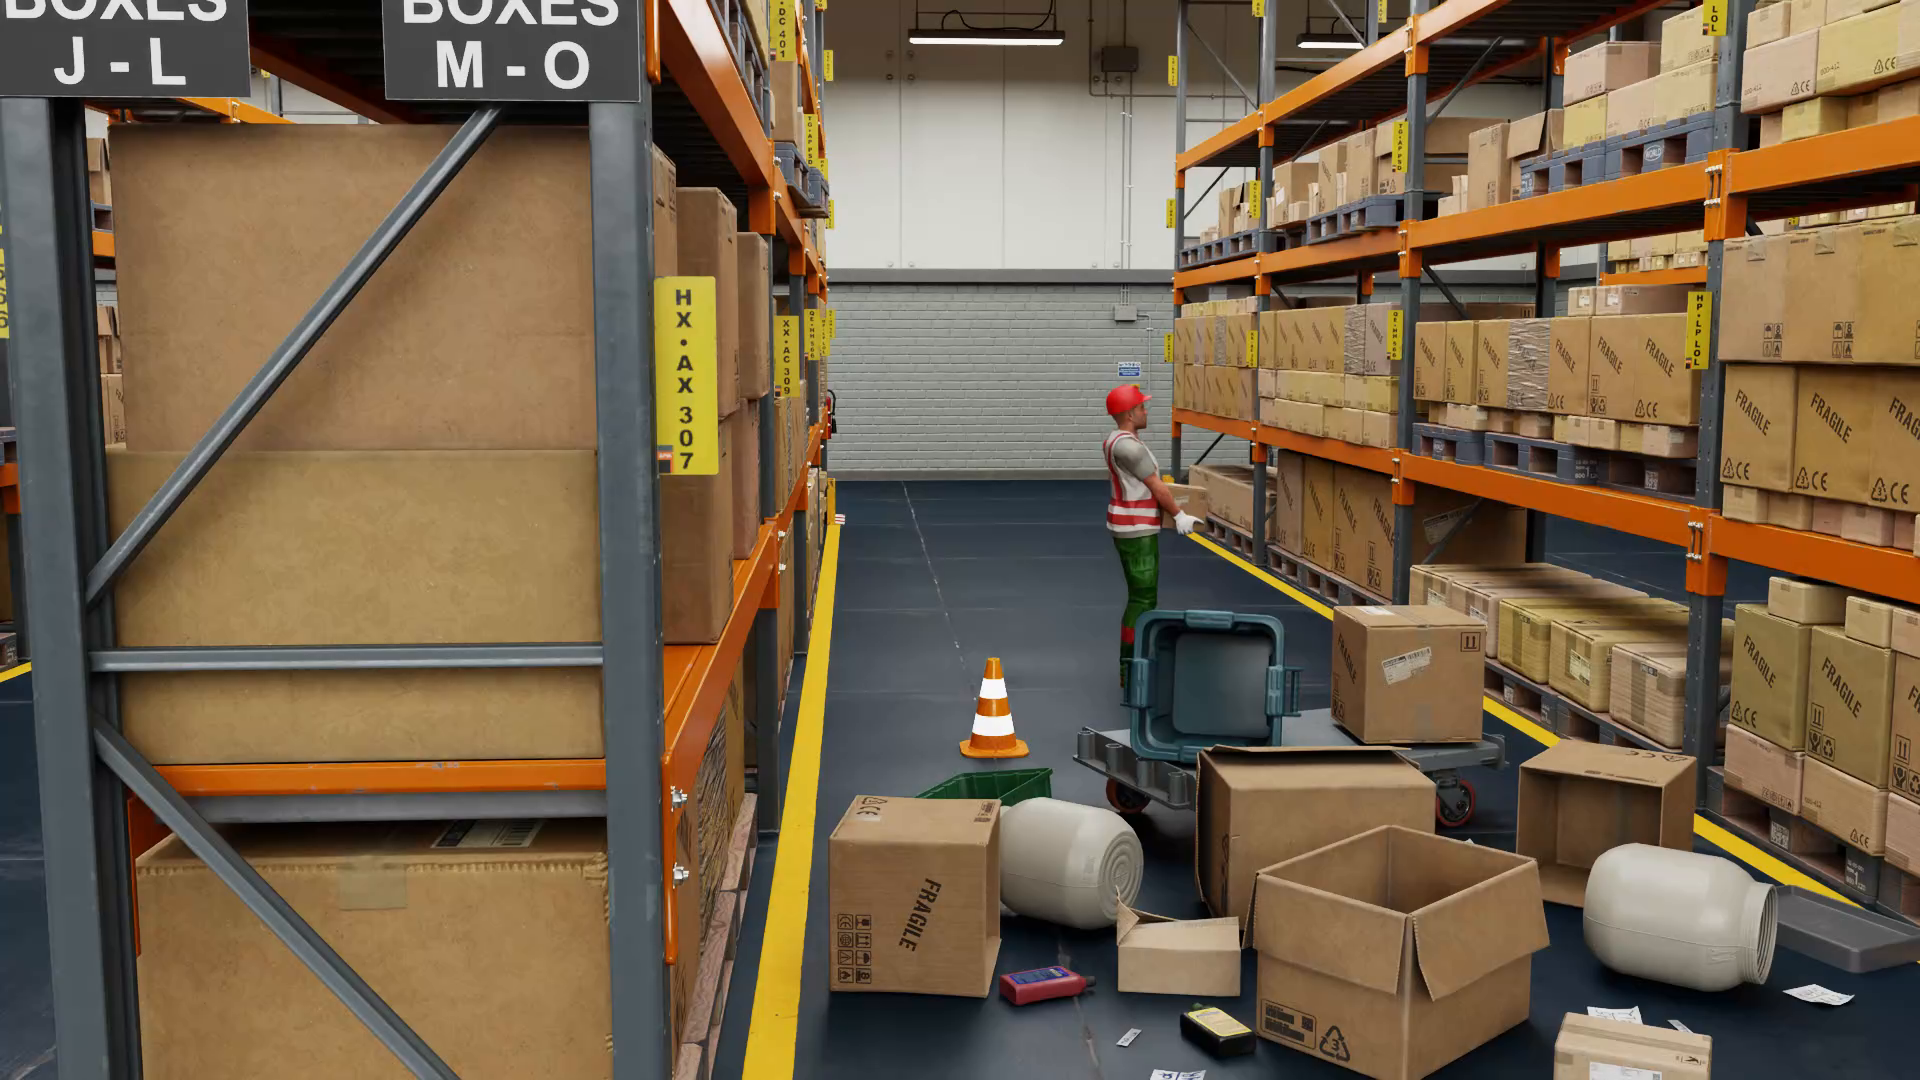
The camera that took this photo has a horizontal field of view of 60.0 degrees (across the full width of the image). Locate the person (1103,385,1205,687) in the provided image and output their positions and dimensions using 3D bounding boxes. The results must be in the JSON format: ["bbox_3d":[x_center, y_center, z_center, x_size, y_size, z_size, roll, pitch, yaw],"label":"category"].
[{"bbox_3d":[1.148,-0.032,9.934,0.570,1.782,0.494,0,7,-3],"label":"person"}]
